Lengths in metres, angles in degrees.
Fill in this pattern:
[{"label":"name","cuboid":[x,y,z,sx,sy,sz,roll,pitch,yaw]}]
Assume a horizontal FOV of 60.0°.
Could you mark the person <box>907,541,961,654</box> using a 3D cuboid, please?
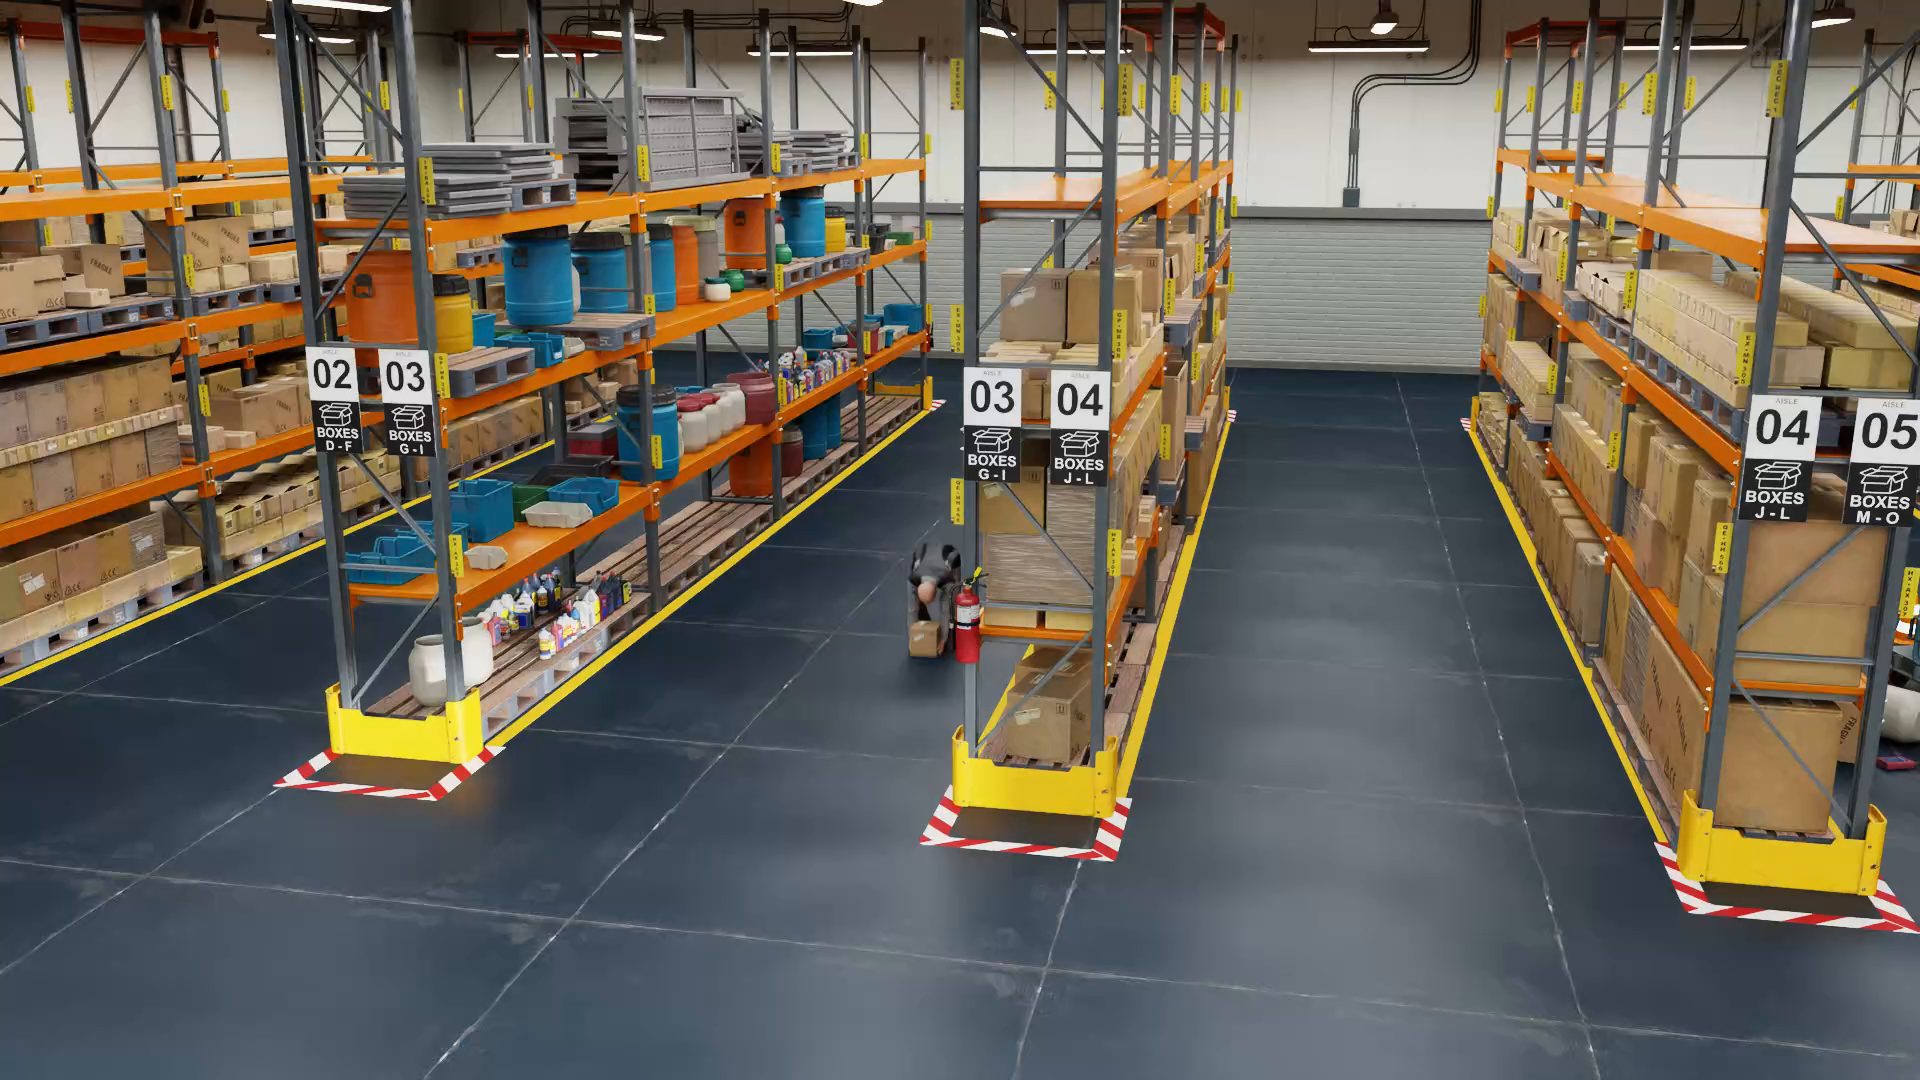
[{"label":"person","cuboid":[-0.243,0.523,15.610,0.517,0.933,0.946,2,15,9]}]
